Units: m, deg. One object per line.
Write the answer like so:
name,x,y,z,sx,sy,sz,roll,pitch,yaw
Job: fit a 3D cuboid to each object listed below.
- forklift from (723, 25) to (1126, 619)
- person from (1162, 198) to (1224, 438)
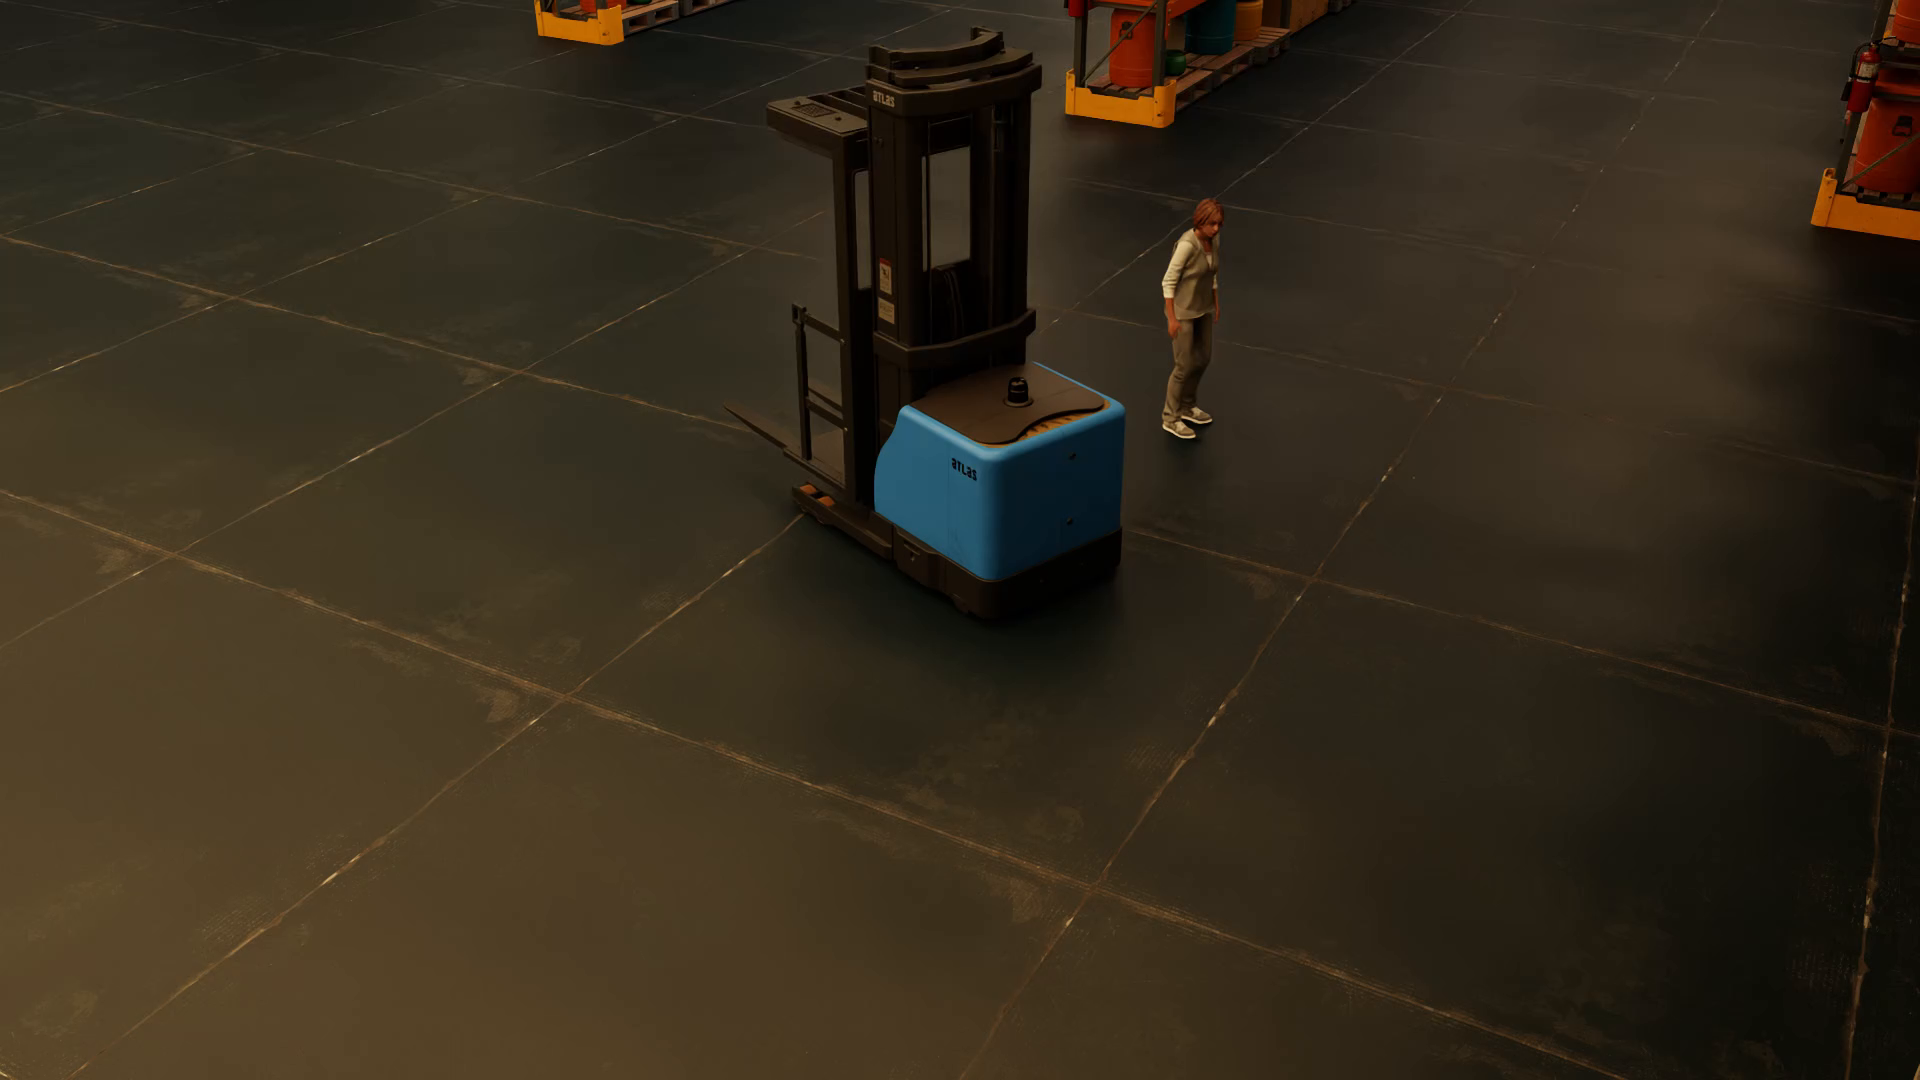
forklift,-0.382,-1.507,9.682,1.130,2.935,3.031,-22,37,-33
person,1.544,-1.477,10.972,0.371,1.592,0.523,25,38,36
